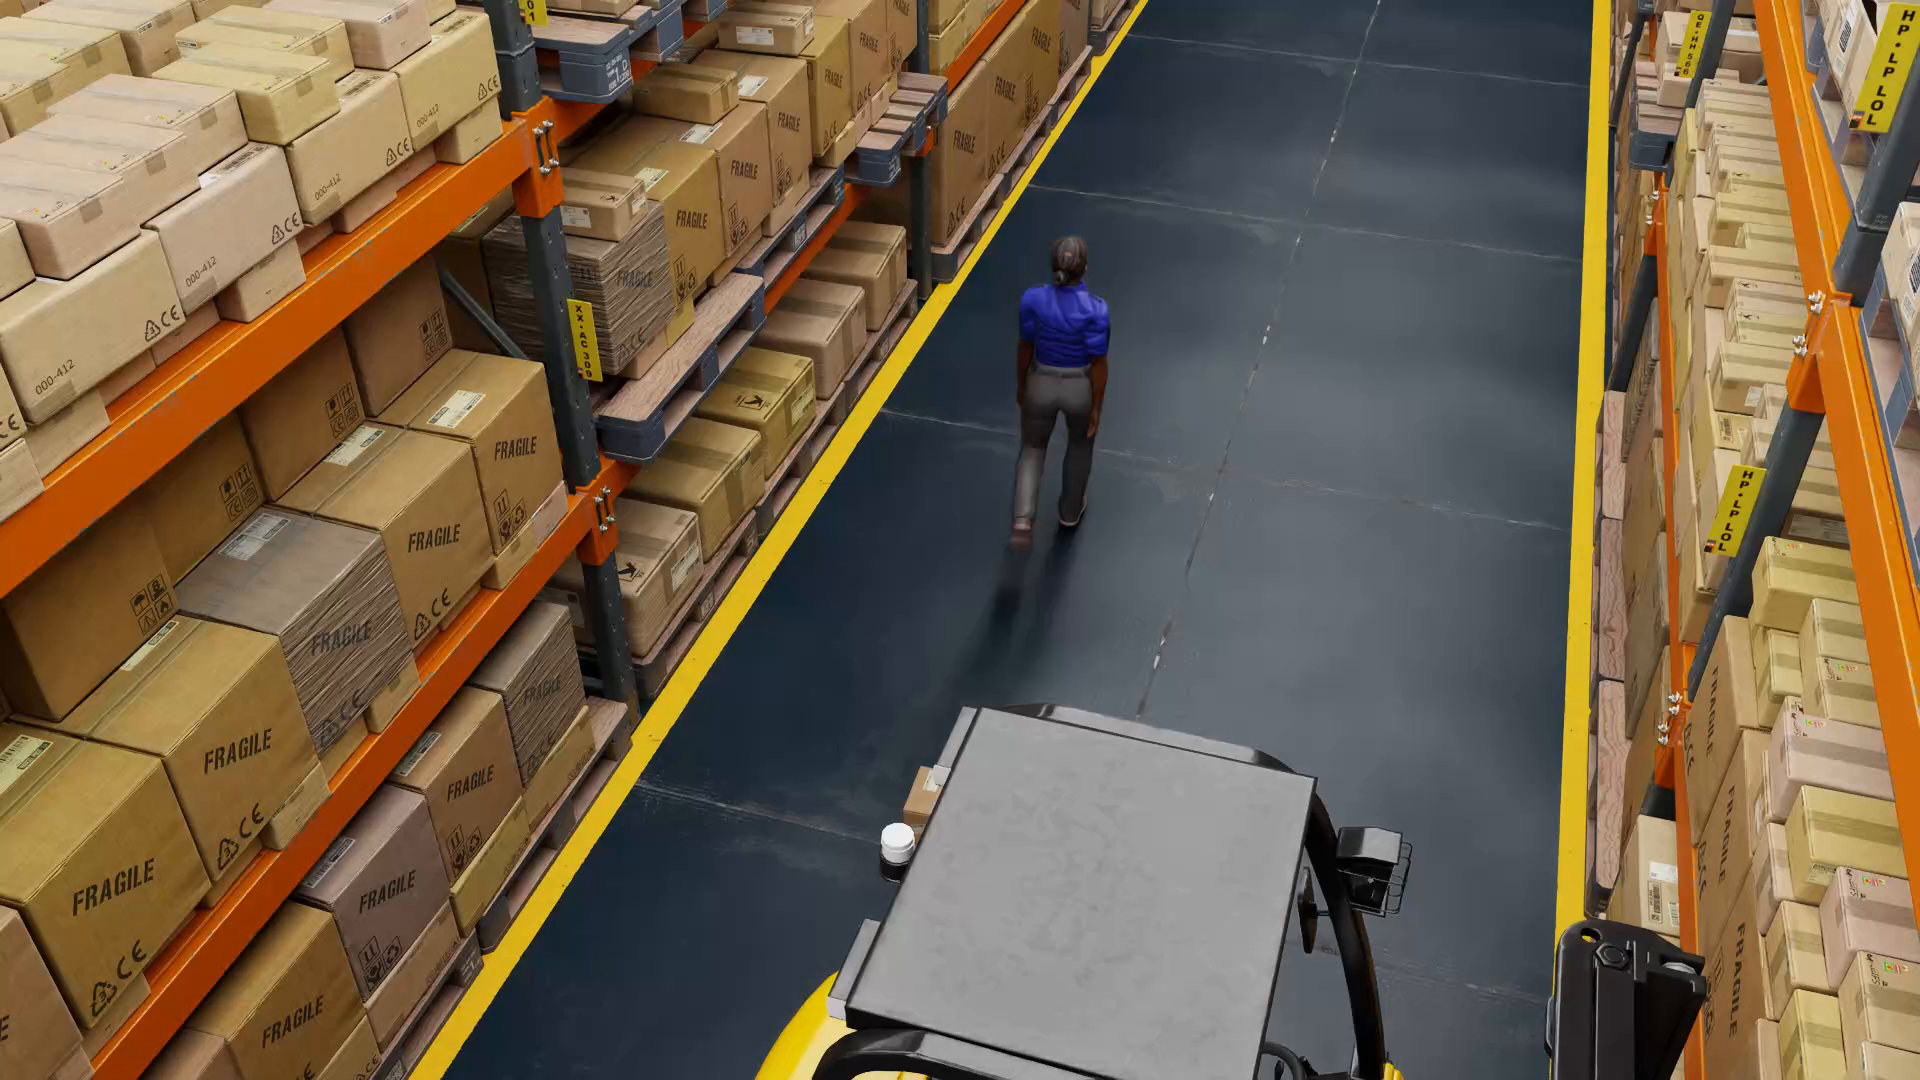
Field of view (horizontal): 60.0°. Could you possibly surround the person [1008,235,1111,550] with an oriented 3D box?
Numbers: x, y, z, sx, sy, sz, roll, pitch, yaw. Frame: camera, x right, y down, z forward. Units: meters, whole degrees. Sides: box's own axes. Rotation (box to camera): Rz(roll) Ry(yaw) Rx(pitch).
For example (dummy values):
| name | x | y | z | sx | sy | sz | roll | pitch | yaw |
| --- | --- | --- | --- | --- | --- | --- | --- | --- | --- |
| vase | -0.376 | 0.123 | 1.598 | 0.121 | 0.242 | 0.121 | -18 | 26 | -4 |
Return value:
| name | x | y | z | sx | sy | sz | roll | pitch | yaw |
| --- | --- | --- | --- | --- | --- | --- | --- | --- | --- |
| person | 0.463 | -0.670 | 7.744 | 0.445 | 1.628 | 0.736 | 8 | 38 | 11 |
